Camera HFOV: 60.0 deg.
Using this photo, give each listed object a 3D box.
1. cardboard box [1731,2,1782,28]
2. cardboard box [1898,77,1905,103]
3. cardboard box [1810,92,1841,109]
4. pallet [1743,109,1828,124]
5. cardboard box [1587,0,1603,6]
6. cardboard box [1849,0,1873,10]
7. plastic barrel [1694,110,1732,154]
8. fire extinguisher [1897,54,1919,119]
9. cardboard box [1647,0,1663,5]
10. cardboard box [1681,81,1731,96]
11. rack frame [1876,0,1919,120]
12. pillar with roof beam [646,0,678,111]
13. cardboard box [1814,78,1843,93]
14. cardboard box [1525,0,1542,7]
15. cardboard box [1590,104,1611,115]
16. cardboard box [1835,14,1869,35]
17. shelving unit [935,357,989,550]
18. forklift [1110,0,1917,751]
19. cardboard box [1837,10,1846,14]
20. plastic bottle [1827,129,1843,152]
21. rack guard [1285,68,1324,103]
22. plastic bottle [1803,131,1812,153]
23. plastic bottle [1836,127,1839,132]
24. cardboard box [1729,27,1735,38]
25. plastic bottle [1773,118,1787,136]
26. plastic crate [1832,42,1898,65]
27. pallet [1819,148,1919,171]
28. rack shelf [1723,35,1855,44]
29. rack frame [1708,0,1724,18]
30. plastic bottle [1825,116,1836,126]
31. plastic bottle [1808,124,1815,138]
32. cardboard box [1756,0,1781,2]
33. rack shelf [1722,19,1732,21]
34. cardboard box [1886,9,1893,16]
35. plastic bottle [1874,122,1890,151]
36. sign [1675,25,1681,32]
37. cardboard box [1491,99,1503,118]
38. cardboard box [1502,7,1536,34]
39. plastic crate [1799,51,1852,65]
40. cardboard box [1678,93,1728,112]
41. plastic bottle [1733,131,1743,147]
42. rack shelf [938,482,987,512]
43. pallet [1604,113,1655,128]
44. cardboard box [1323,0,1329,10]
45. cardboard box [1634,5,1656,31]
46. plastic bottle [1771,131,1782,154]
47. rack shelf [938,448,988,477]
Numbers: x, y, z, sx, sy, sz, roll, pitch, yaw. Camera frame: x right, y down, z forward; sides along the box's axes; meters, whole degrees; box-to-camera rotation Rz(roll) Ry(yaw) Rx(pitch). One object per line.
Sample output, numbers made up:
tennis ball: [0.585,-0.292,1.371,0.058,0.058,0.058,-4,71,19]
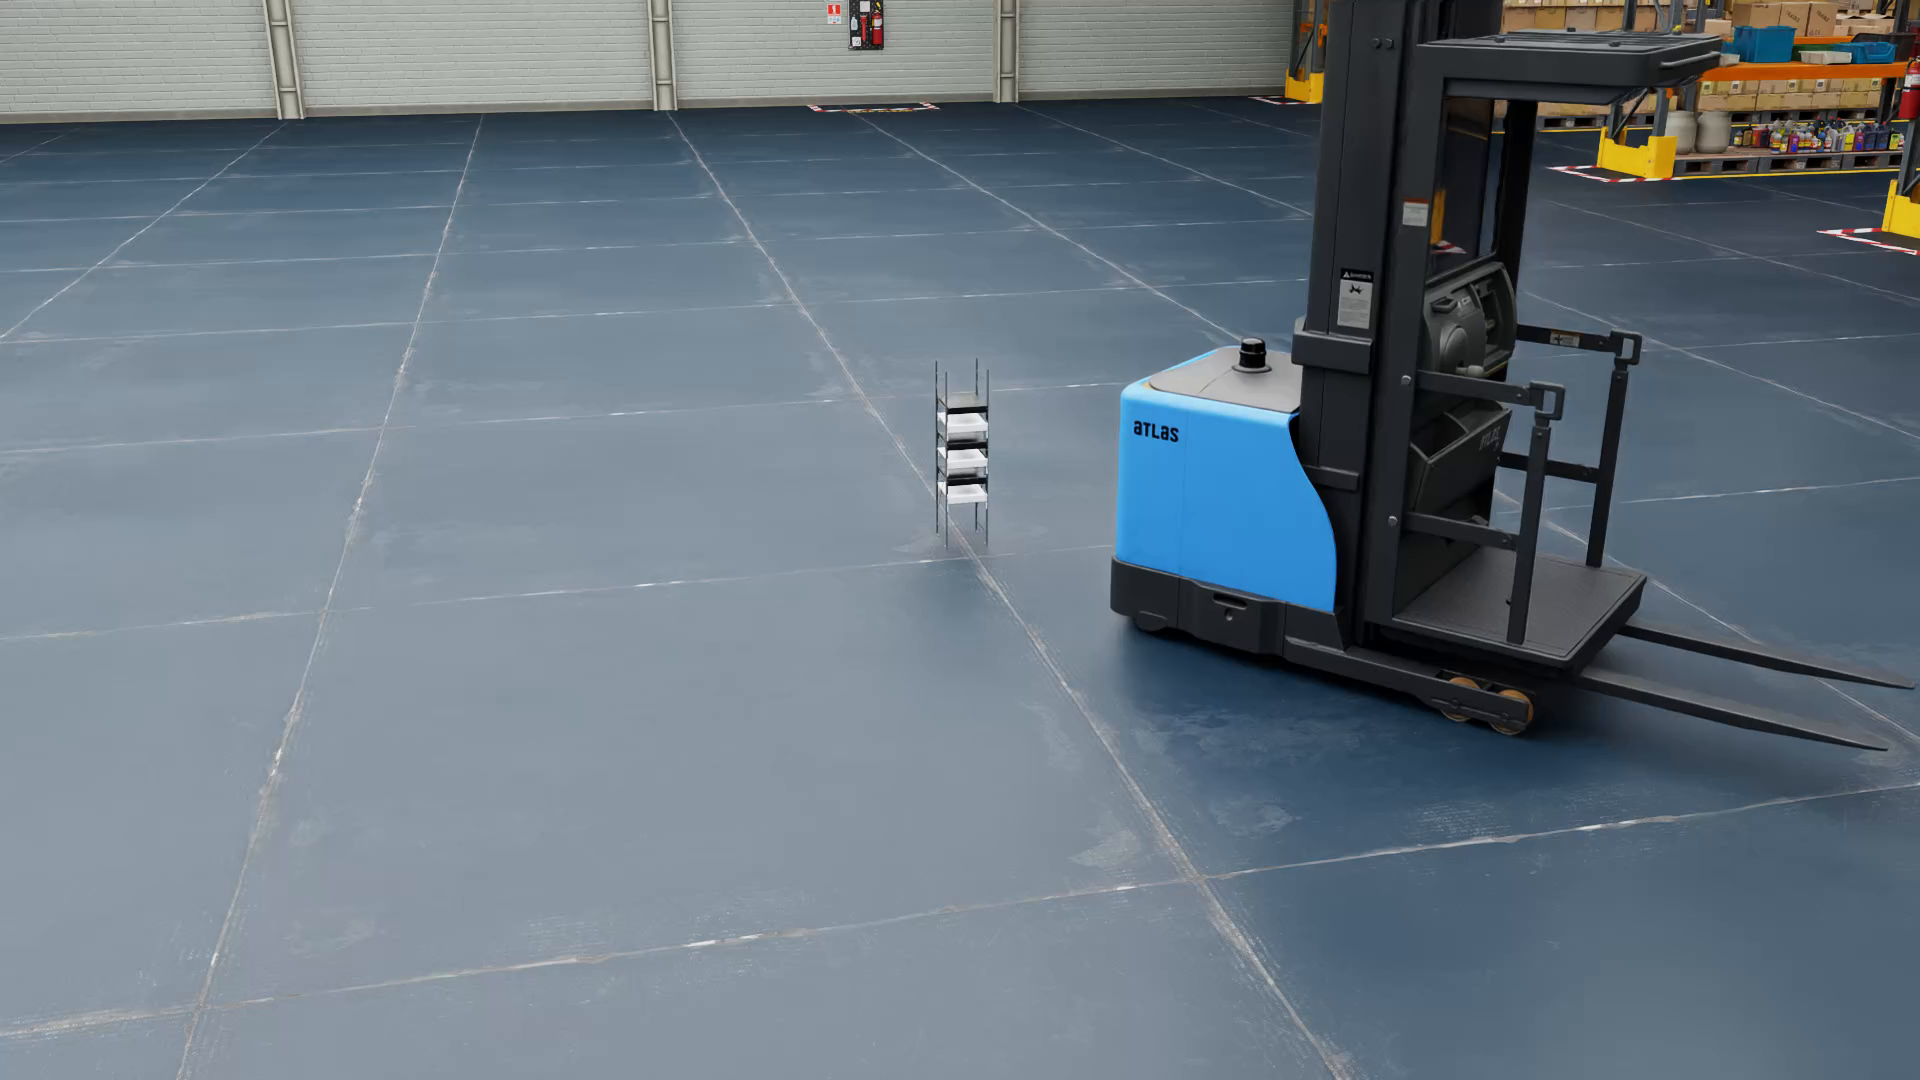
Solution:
cardboard box: [12.470,-8.159,26.082,0.500,0.500,0.500,-3,20,-9]
cardboard box: [15.607,-7.305,26.890,0.500,0.500,0.500,-4,20,-10]
cardboard box: [13.652,-7.034,26.542,0.500,0.250,0.500,-4,21,-11]
pallet: [13.104,-6.875,26.775,1.213,0.211,1.003,-5,21,-12]
cardboard box: [9.497,-8.151,25.118,0.250,0.149,0.380,-4,20,-11]
cardboard box: [16.962,-10.338,31.567,0.500,0.500,0.500,-4,21,-12]
plastic barrel: [9.560,-5.187,21.119,0.421,0.512,0.421,0,20,0]
fire extinguisher: [9.372,-4.491,16.326,0.183,0.674,0.296,-5,21,-12]
cardboard box: [10.495,-8.233,25.340,0.250,0.149,0.380,-5,21,-14]
cardboard box: [11.665,-7.134,26.000,0.500,0.311,0.500,-5,21,-12]
rack frame: [15.099,-8.332,26.698,0.127,3.000,1.000,-5,21,-12]
pillar with roof beam: [-4.035,-10.127,22.879,0.400,9.000,9.100,-5,21,-12]
cardboard box: [13.649,-7.295,26.440,0.500,0.311,0.500,-5,21,-13]
cardboard box: [8.490,-8.069,24.894,0.250,0.149,0.380,-5,21,-13]
cardboard box: [9.833,-6.731,25.714,0.500,0.250,0.500,-5,21,-12]
cardboard box: [14.184,-8.284,26.697,0.500,0.311,0.500,-5,21,-13]
shelving unit: [0.008,-0.423,8.162,0.210,0.900,0.258,-5,21,-12]
forklift: [2.151,-0.845,6.361,3.031,2.935,1.130,14,24,33]
cardboard box: [16.585,-10.005,31.603,0.250,0.149,0.380,-5,21,-12]
plastic bottle: [11.122,-5.085,21.155,0.135,0.276,0.152,-4,21,-11]
rack guard: [6.244,-8.189,29.942,0.348,0.500,1.175,-5,21,-12]
plastic bottle: [10.717,-5.040,21.039,0.097,0.271,0.097,0,20,0]
plastic bottle: [11.232,-5.132,21.273,0.133,0.283,0.061,-5,21,-12]
cardboard box: [12.115,-7.899,25.882,0.250,0.149,0.380,-5,21,-12]
plastic bottle: [10.683,-5.331,21.719,0.185,0.351,0.144,-4,20,-10]
plastic crate: [11.328,-6.108,20.845,0.616,0.251,0.499,-5,21,-12]
pallet: [11.679,-5.008,21.680,1.213,0.211,1.003,-5,21,-12]
rack shelf: [13.152,-7.836,26.390,4.000,0.370,1.077,-5,21,-12]
rack frame: [13.955,-9.990,31.224,0.127,3.000,1.000,-5,21,-12]
plastic bottle: [11.461,-5.395,21.892,0.185,0.351,0.144,-4,21,-11]
plastic bottle: [11.143,-5.318,21.799,0.097,0.271,0.097,0,20,0]
cardboard box: [14.998,-10.177,31.128,0.500,0.500,0.500,-4,20,-11]
rack shelf: [15.901,-9.810,31.780,4.000,0.370,1.077,-5,21,-12]
cardboard box: [17.584,-10.076,31.796,0.250,0.149,0.380,-4,21,-12]
plastic bottle: [11.782,-5.172,21.284,0.185,0.351,0.144,-5,21,-14]
sign: [8.572,-5.986,19.891,0.005,0.325,0.100,-5,21,-12]
cardboard box: [7.886,-6.573,25.283,0.500,0.250,0.500,-5,21,-12]
cardboard box: [8.281,-7.821,25.160,0.500,0.500,0.700,-4,21,-11]
plastic crate: [10.820,-6.020,20.770,0.437,0.136,0.530,-5,21,-12]
cardboard box: [11.655,-6.870,26.096,0.500,0.250,0.500,-5,21,-14]
plastic bottle: [10.136,-5.225,21.646,0.097,0.201,0.097,0,20,0]
rack shelf: [0.008,-0.223,8.235,0.200,0.077,0.258,-5,21,-12]
pallet: [10.422,-6.657,26.180,1.213,0.211,1.003,-5,21,-12]
cardboard box: [6.704,-9.585,29.217,0.500,0.500,0.500,-5,21,-12]
cardboard box: [10.264,-7.981,25.595,0.500,0.500,0.700,-5,21,-13]
plastic bottle: [10.286,-5.005,20.943,0.097,0.271,0.097,0,20,0]
rack shelf: [0.008,-0.392,8.173,0.200,0.077,0.258,-5,21,-12]
